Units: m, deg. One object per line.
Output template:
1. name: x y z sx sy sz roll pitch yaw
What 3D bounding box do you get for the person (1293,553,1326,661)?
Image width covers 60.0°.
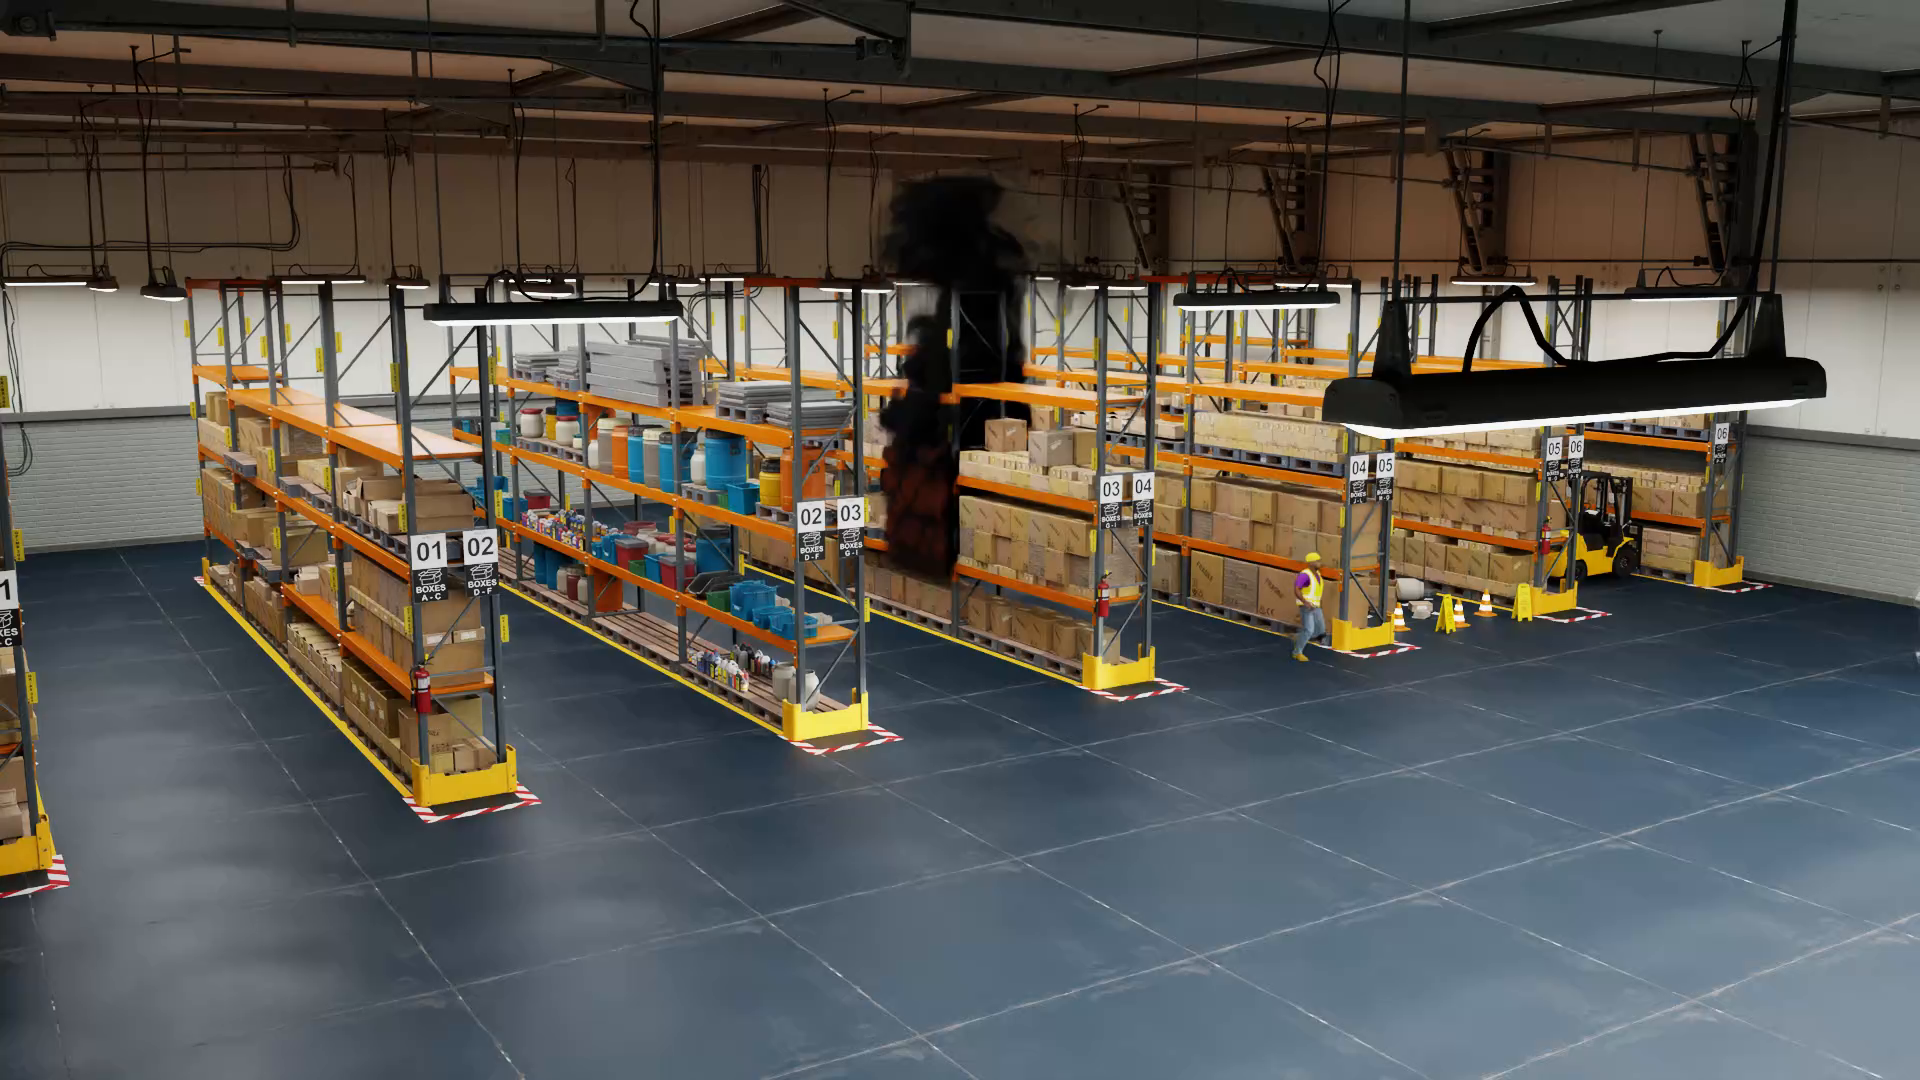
1. person: 5.617 1.055 26.655 0.532 1.705 0.756 9 13 43
